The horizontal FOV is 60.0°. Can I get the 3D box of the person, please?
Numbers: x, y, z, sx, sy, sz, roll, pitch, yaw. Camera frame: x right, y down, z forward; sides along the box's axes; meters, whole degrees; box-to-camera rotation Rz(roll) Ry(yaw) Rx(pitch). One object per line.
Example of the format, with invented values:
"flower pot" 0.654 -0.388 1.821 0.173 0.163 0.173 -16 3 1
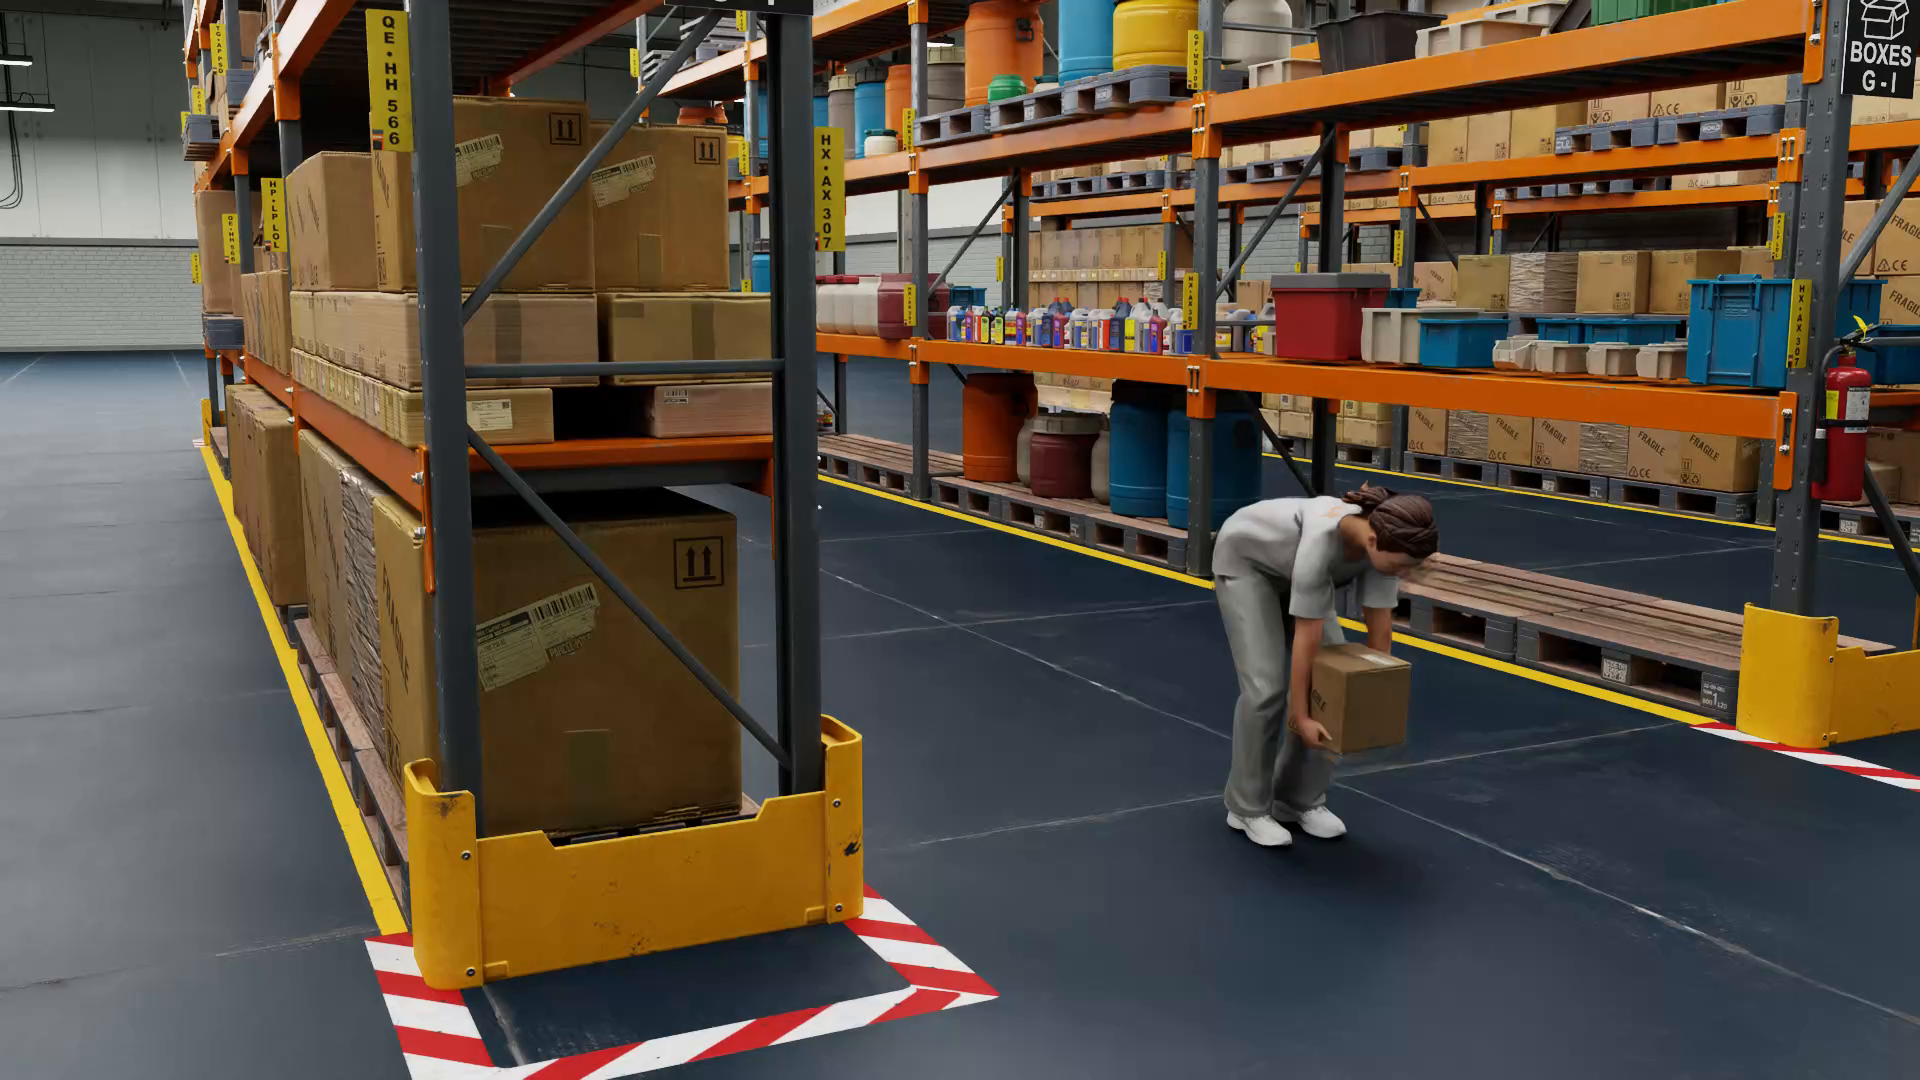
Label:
"person" 1.107 0.386 5.071 0.404 1.147 0.863 -5 10 -28
